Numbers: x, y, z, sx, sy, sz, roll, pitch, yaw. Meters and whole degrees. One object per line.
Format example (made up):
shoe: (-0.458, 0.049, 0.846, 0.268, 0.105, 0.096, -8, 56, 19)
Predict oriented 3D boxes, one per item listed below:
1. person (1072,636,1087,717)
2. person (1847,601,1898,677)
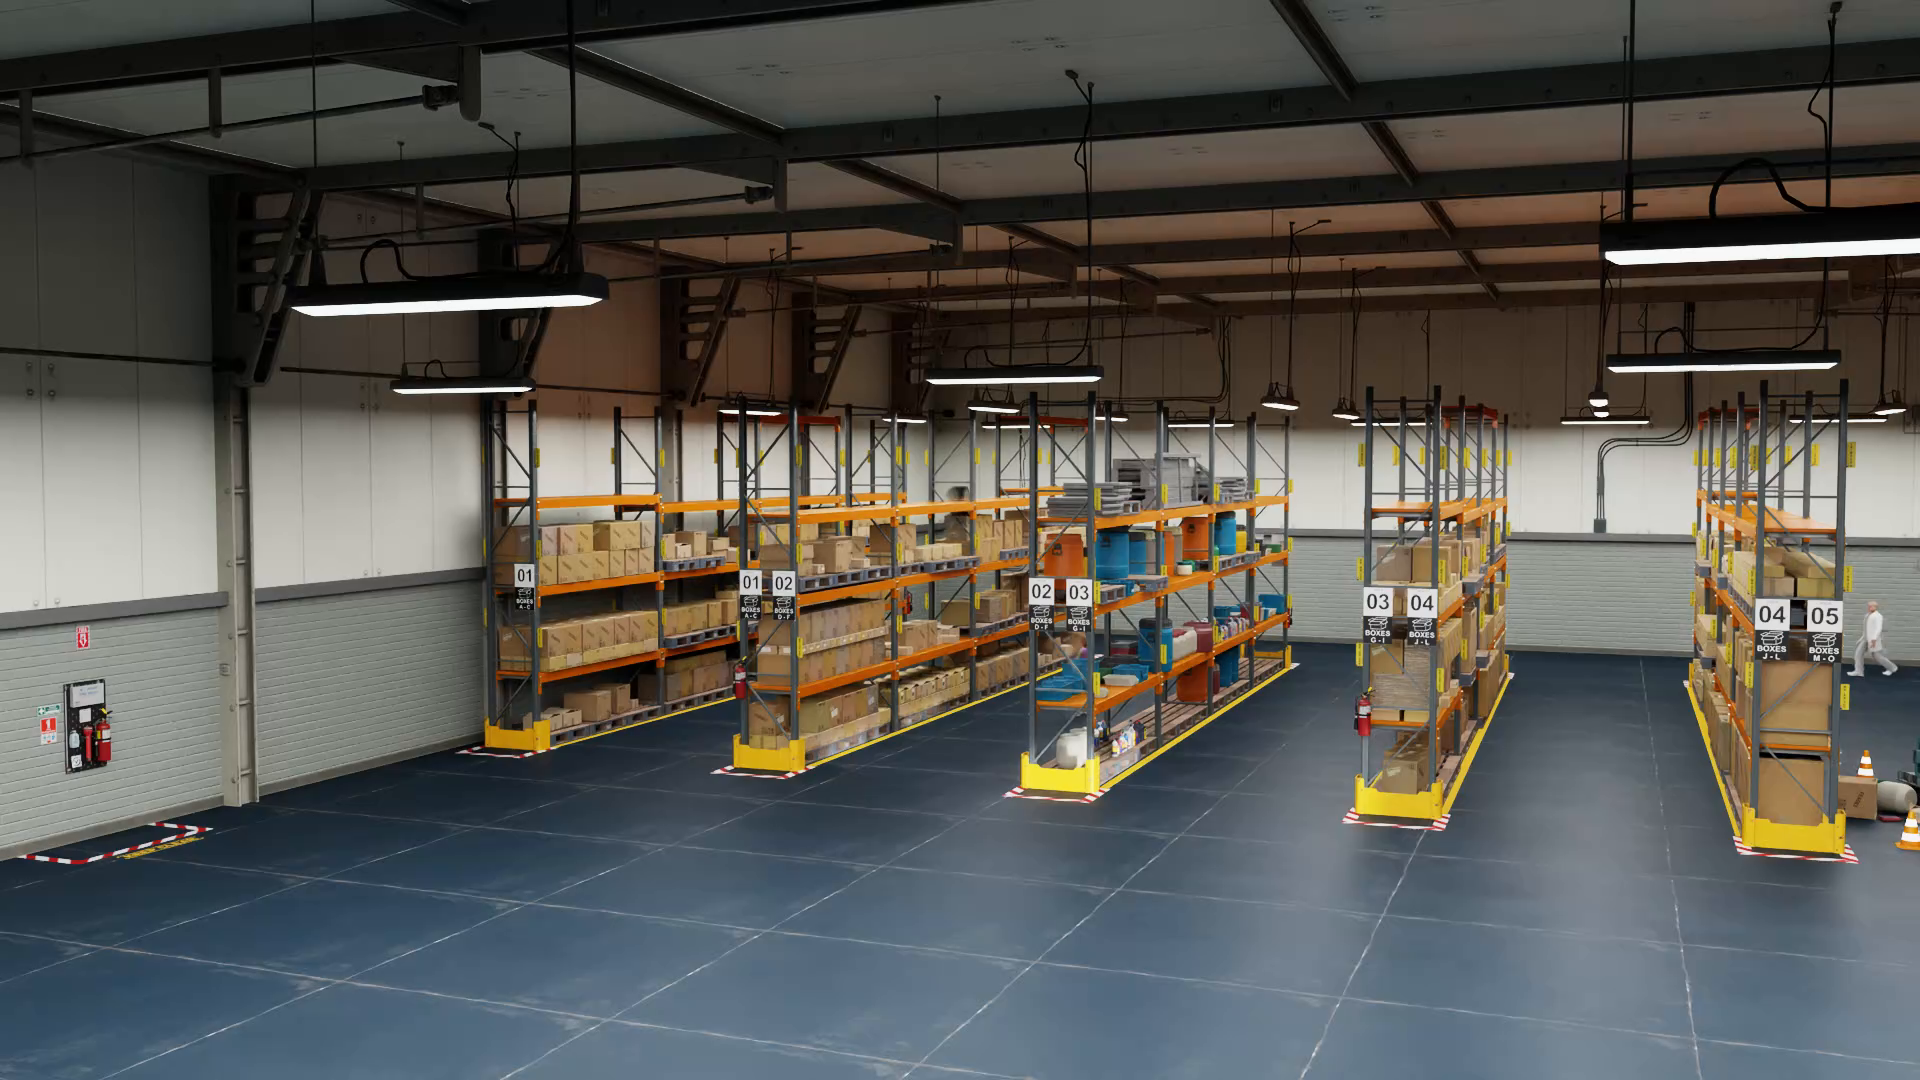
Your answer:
person: (2.272, 2.641, 32.302, 0.438, 1.570, 0.548, -2, 3, -36)
person: (20.793, 2.311, 37.899, 1.033, 1.634, 0.636, 0, 3, -5)
